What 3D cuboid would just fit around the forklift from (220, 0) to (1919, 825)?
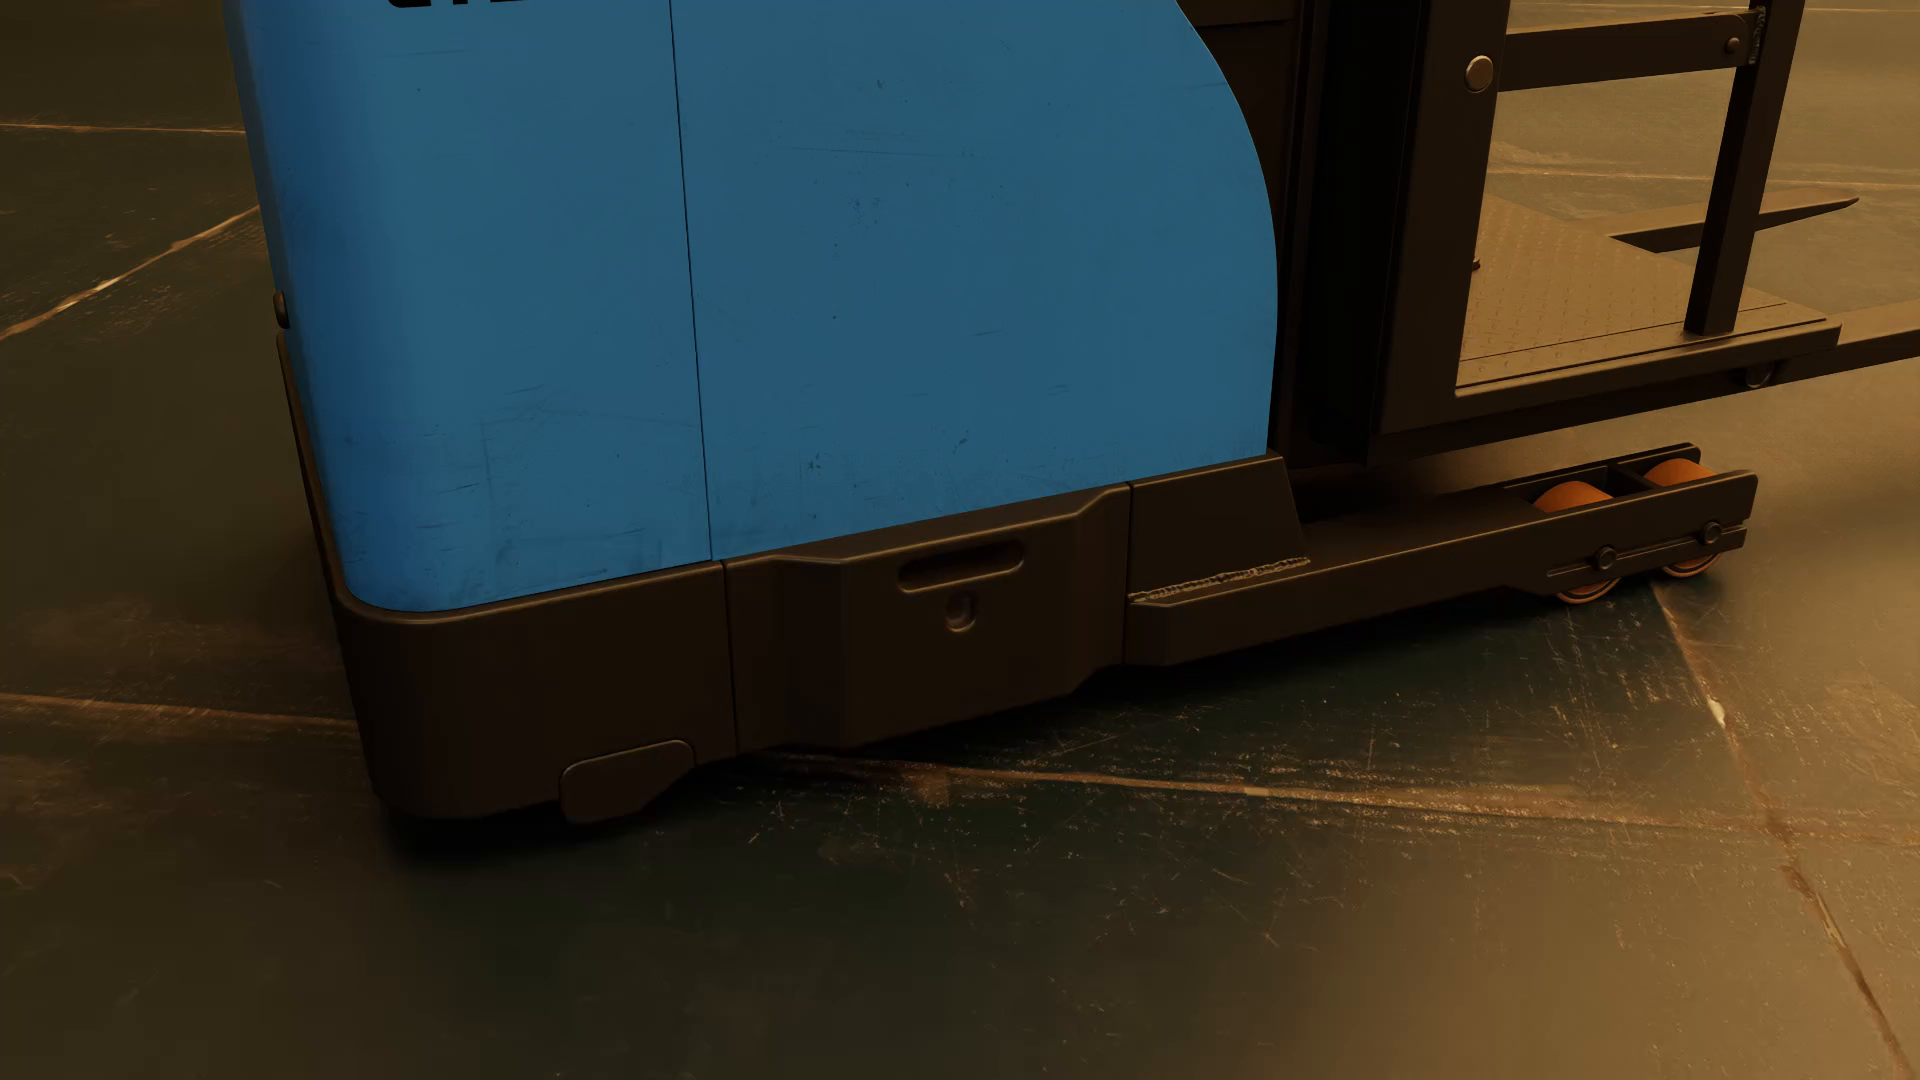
[{"bbox_3d":[0.575,-1.426,2.076,3.031,2.935,1.130,-11,29,-21],"label":"forklift"}]
